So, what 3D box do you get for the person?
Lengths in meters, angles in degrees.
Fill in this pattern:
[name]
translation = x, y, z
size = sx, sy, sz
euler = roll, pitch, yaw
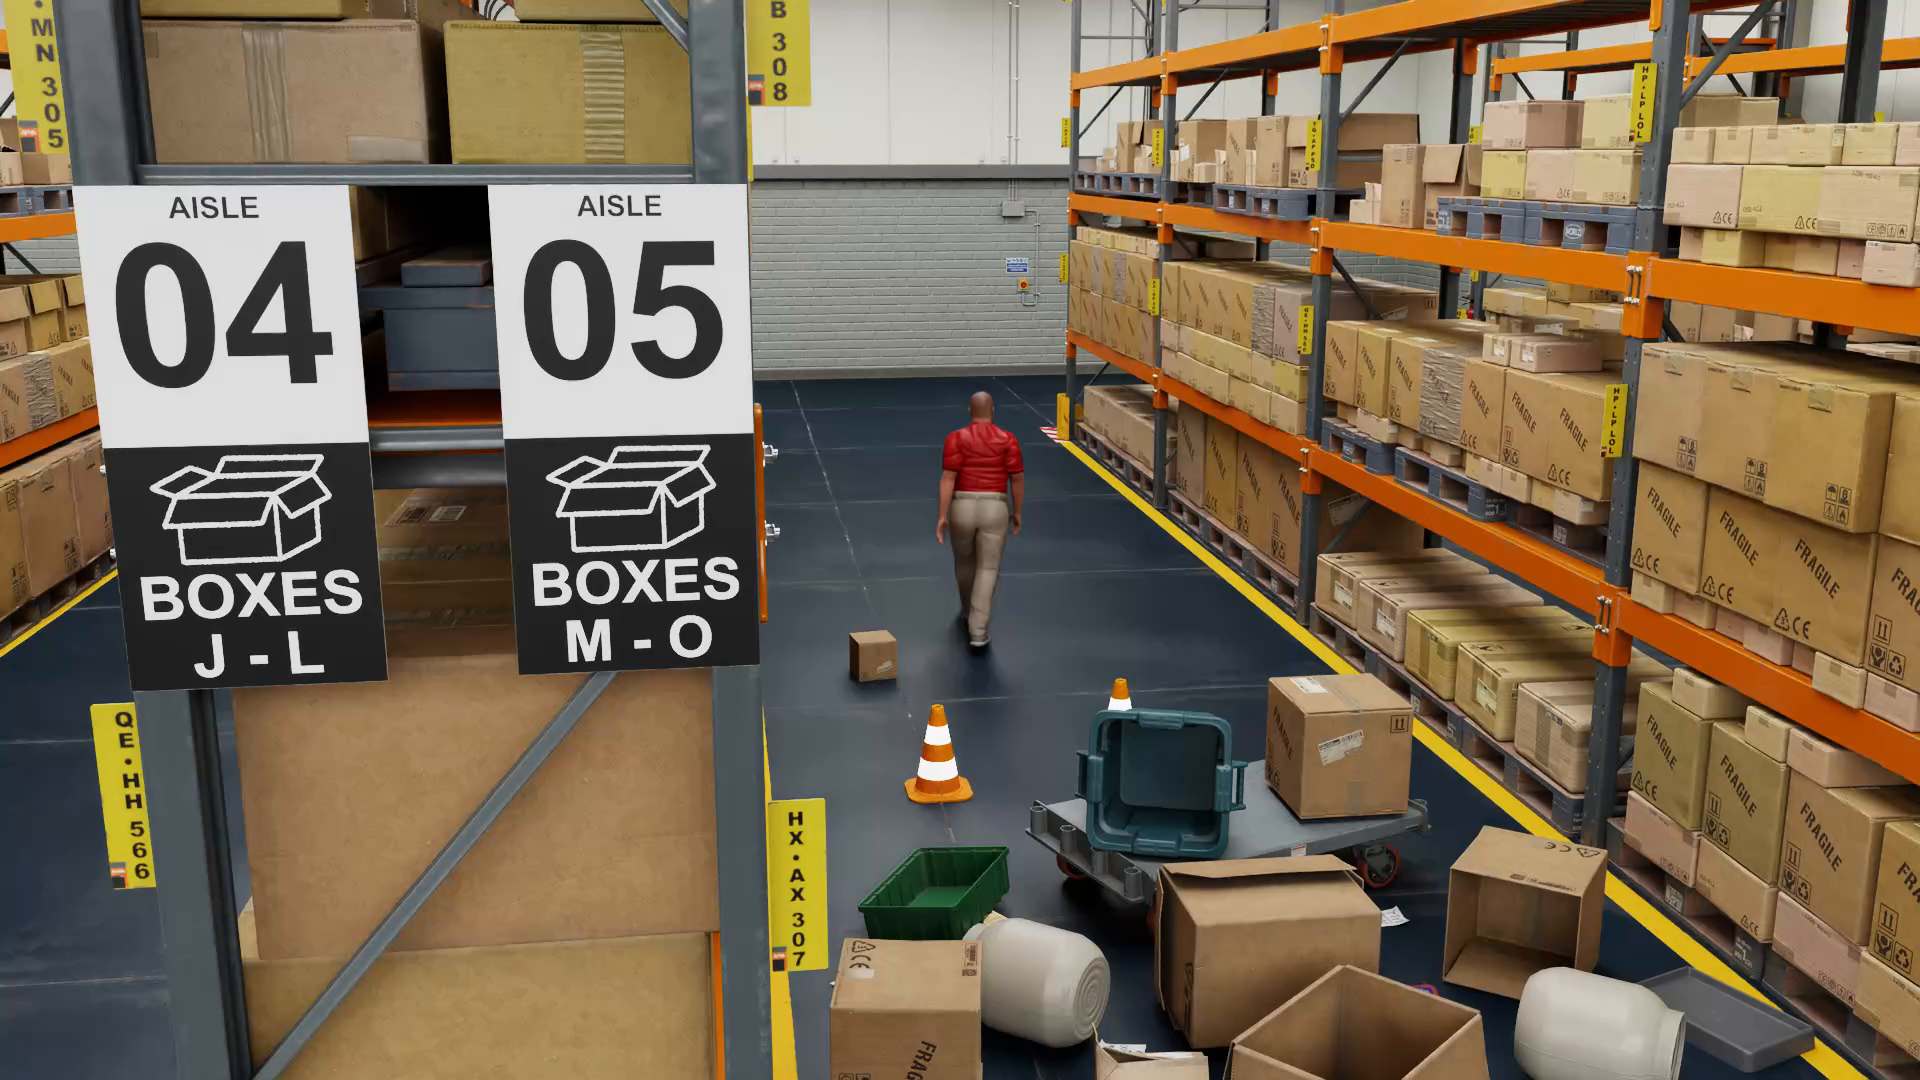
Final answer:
[person]
translation = 0.153, -0.187, 11.309
size = 0.570, 1.654, 1.037
euler = 2, 13, 8
